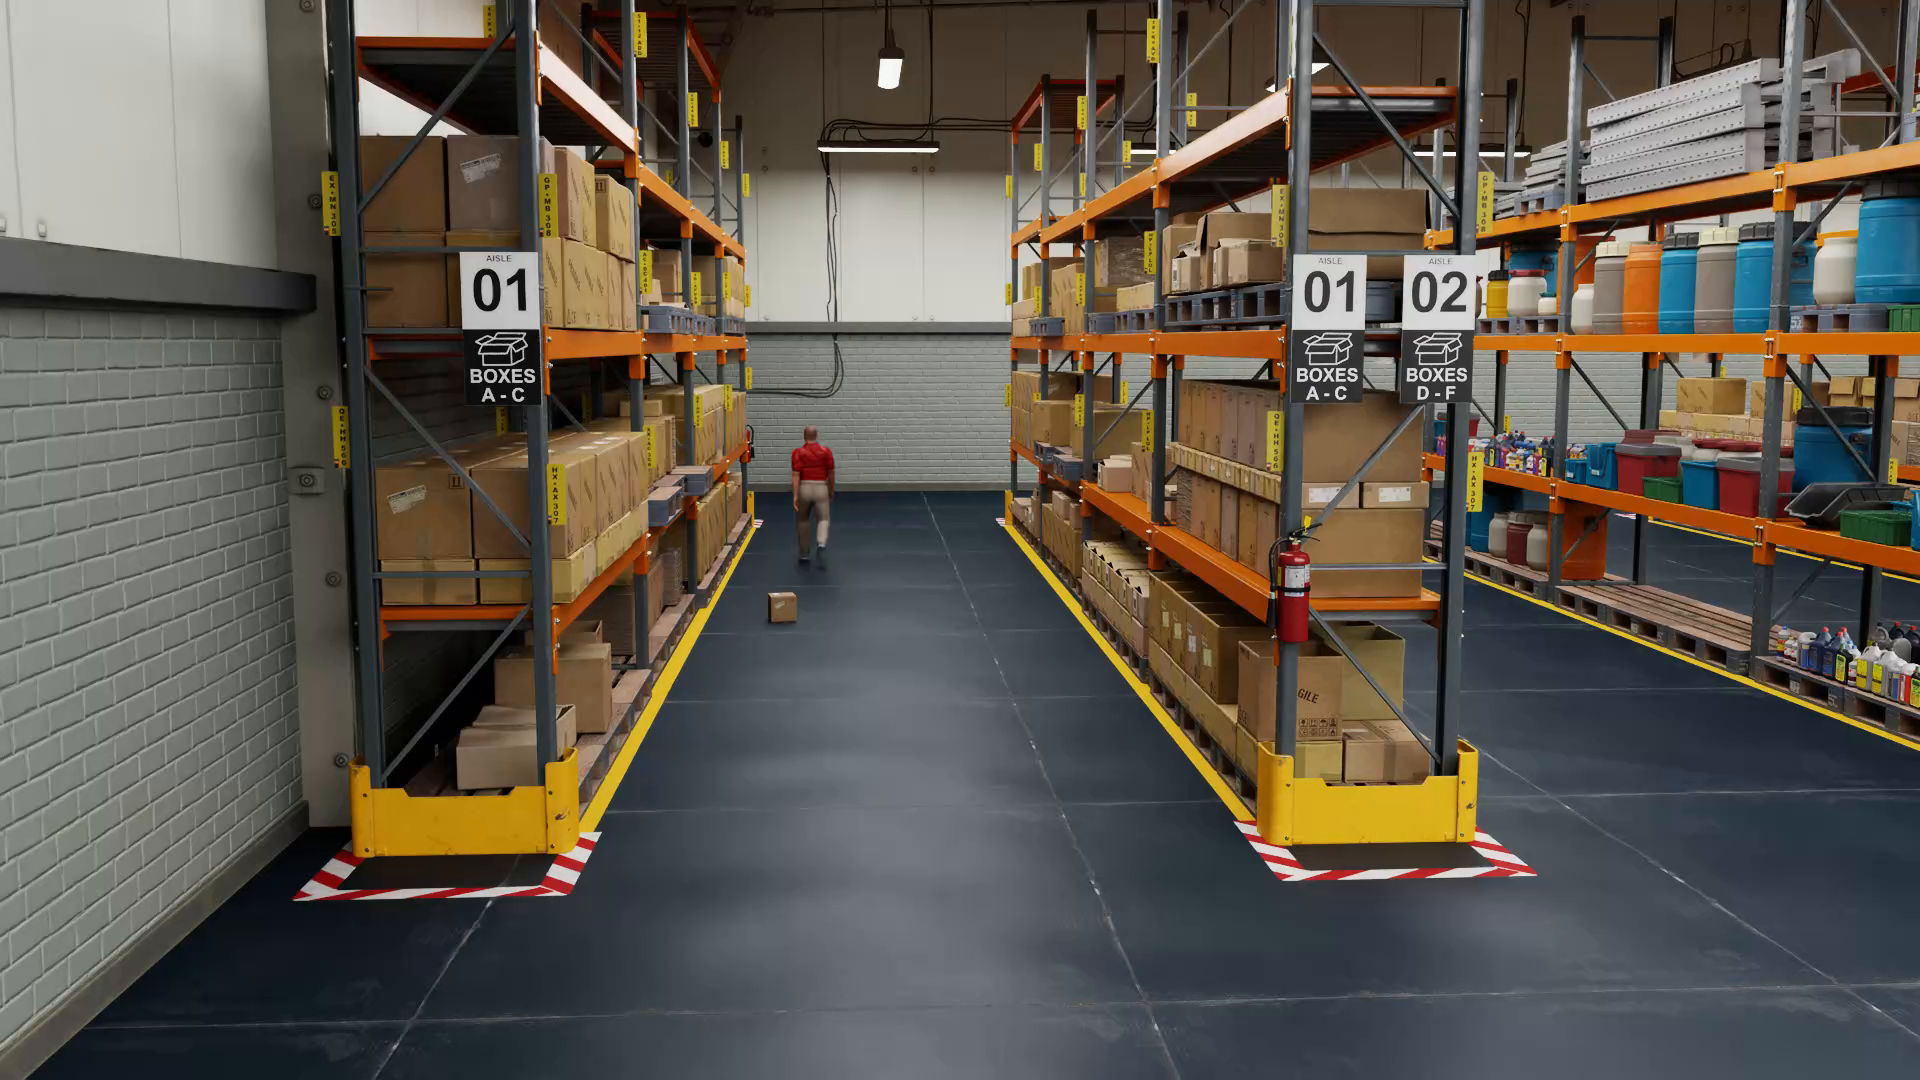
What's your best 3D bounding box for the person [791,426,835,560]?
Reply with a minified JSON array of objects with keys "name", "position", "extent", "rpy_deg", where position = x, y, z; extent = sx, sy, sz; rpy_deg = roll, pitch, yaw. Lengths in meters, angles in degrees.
[{"name":"person","position":[-1.812,-0.573,20.575],"extent":[0.541,1.686,0.929],"rpy_deg":[-1,7,-9]}]
